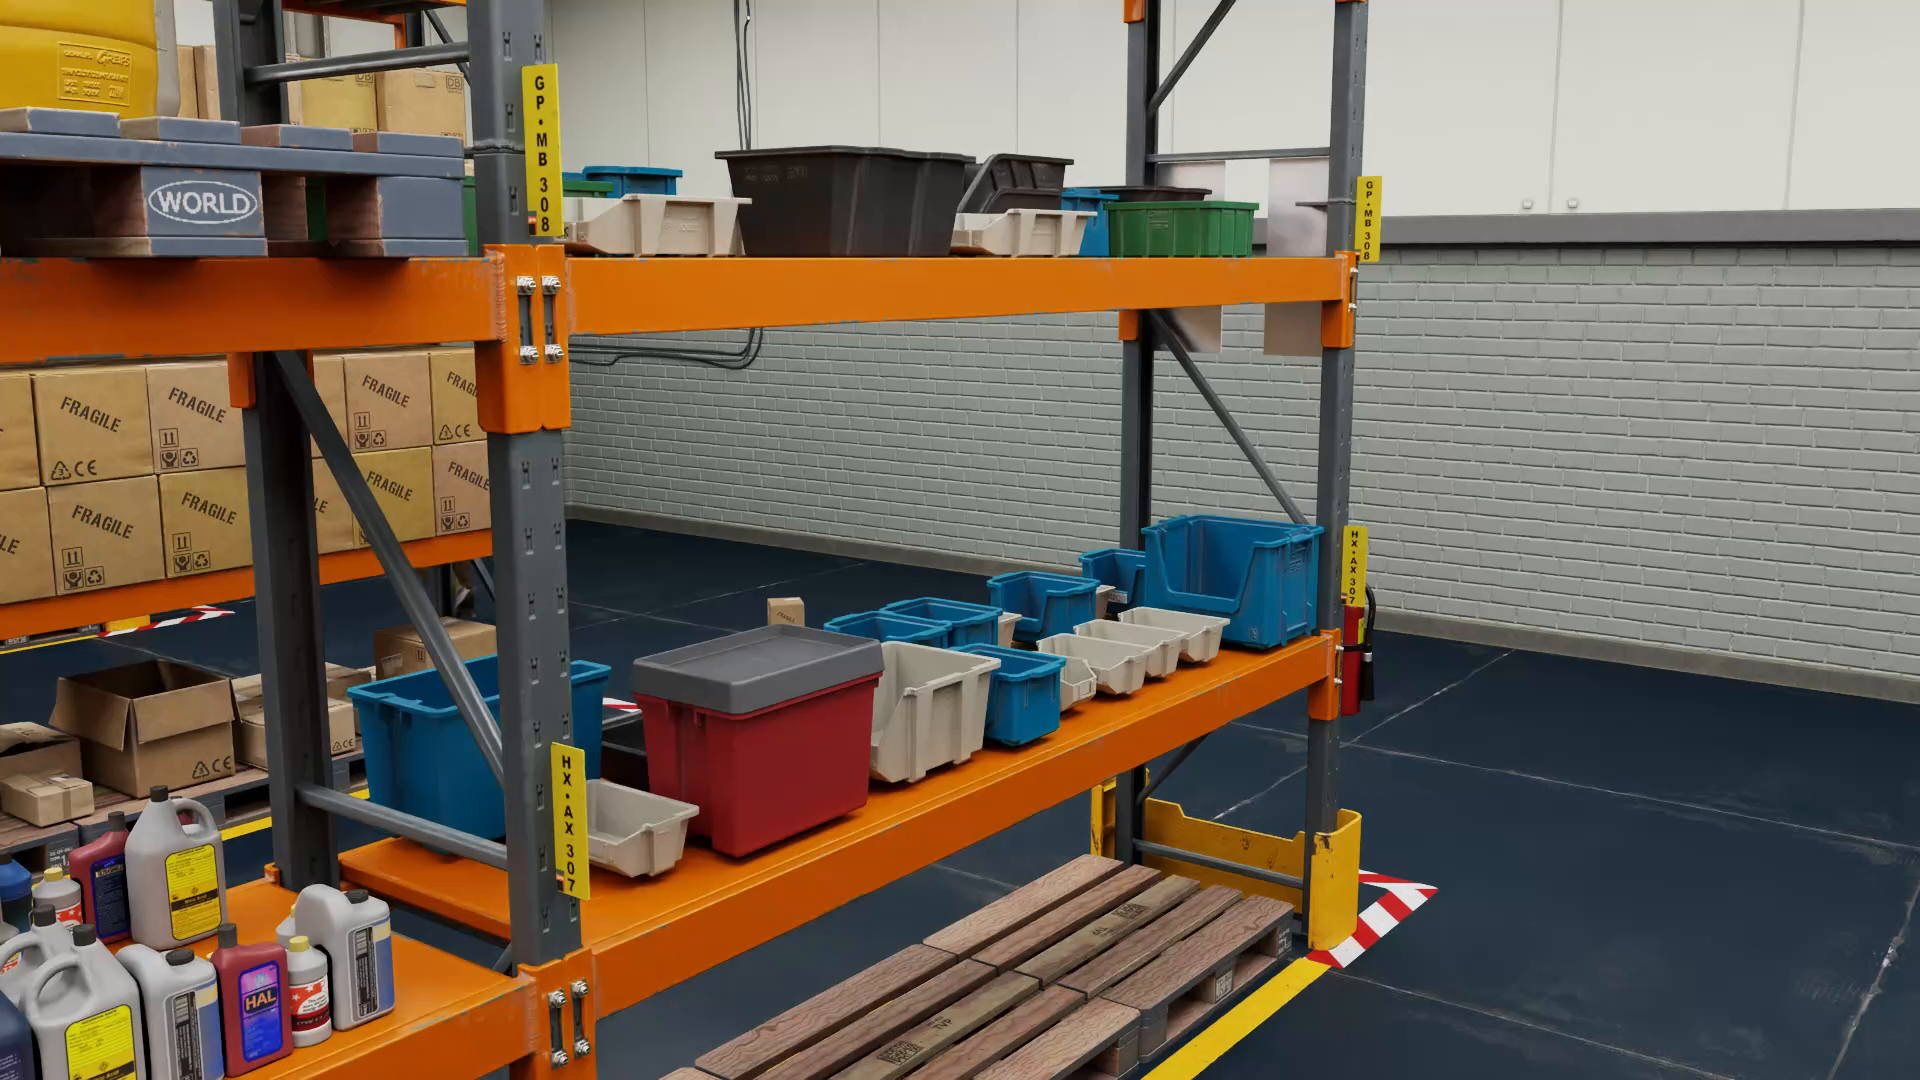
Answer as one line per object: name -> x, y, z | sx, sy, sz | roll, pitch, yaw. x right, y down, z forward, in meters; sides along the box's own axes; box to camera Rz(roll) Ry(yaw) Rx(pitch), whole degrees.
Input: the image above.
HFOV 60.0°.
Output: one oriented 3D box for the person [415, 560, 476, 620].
person -> -3.957, -0.244, 12.768 | 0.490, 1.790, 0.592 | 2, 10, 14
